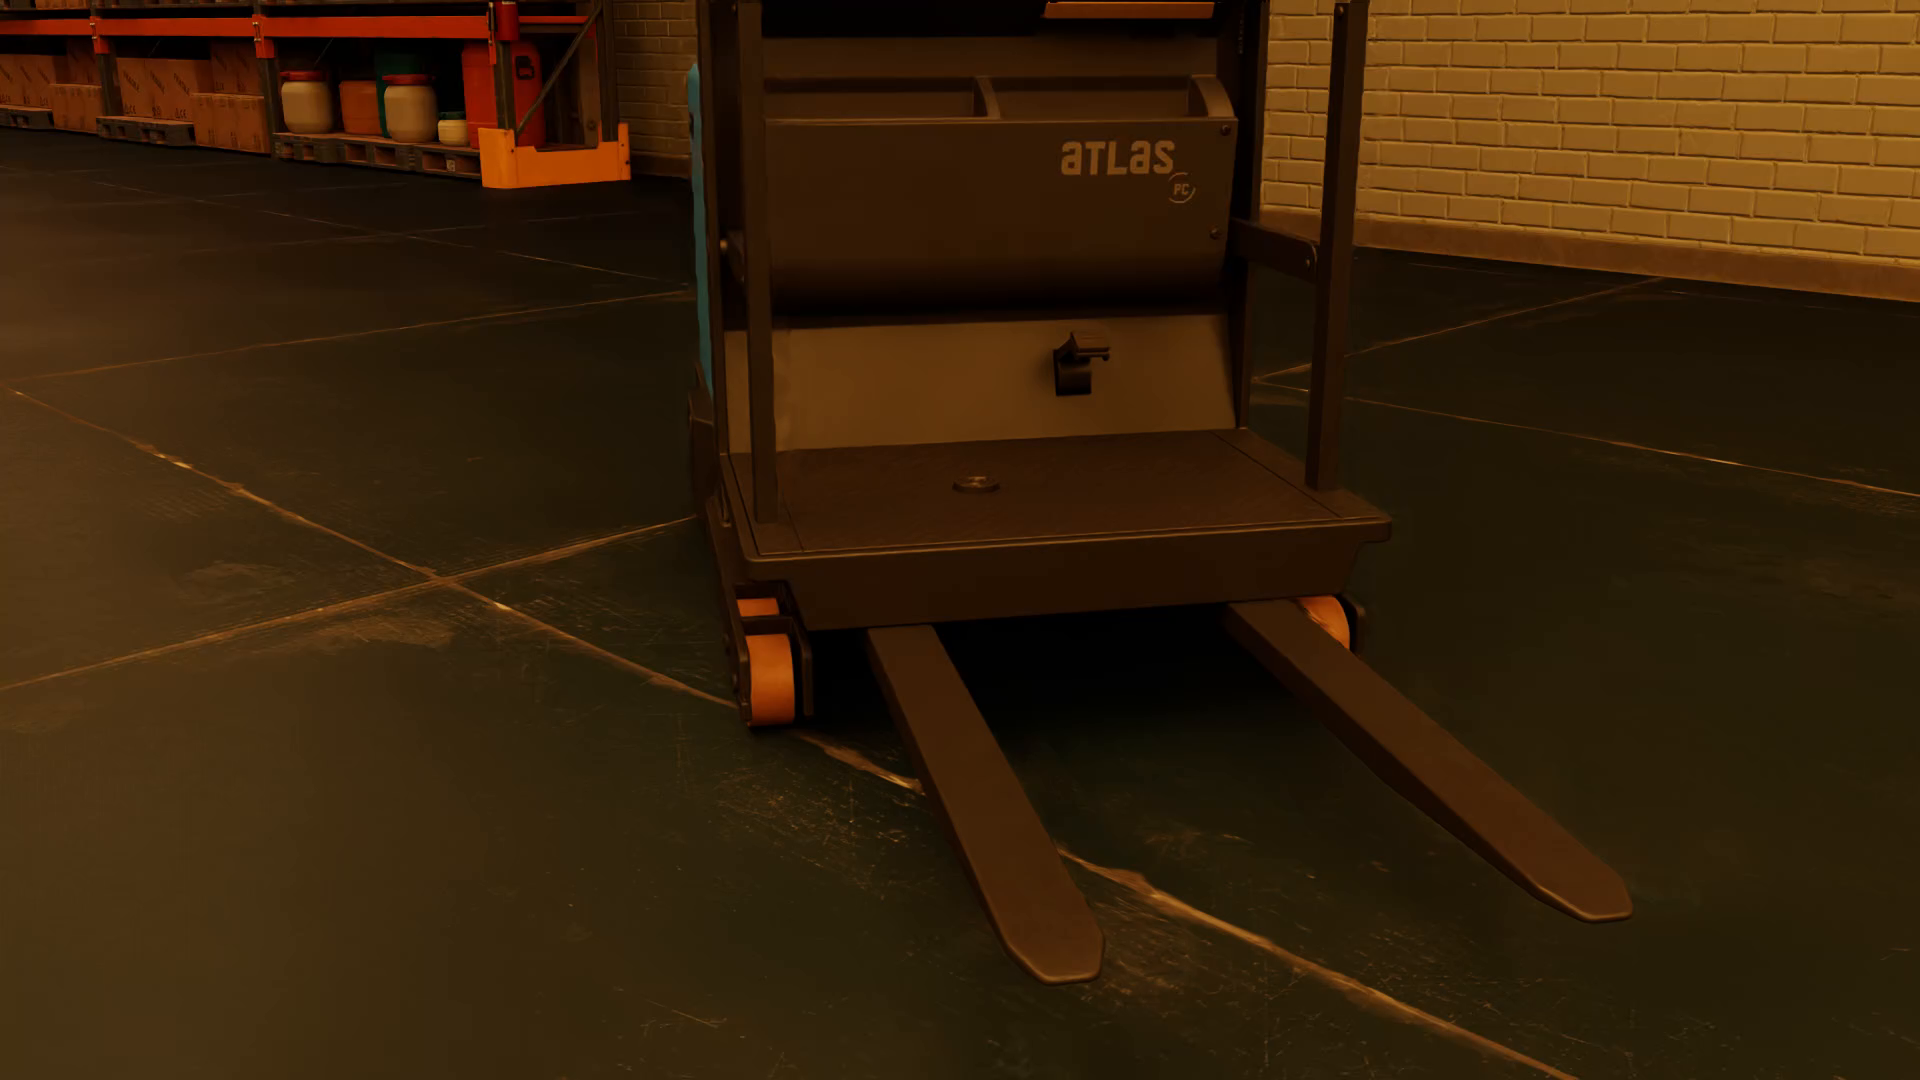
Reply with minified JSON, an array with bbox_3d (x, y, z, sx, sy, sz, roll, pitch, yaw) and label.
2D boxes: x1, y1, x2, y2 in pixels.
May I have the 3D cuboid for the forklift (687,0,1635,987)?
[{"bbox_3d":[0.105,-1.196,2.800,1.130,2.935,3.031,-3,17,-11],"label":"forklift"}]
